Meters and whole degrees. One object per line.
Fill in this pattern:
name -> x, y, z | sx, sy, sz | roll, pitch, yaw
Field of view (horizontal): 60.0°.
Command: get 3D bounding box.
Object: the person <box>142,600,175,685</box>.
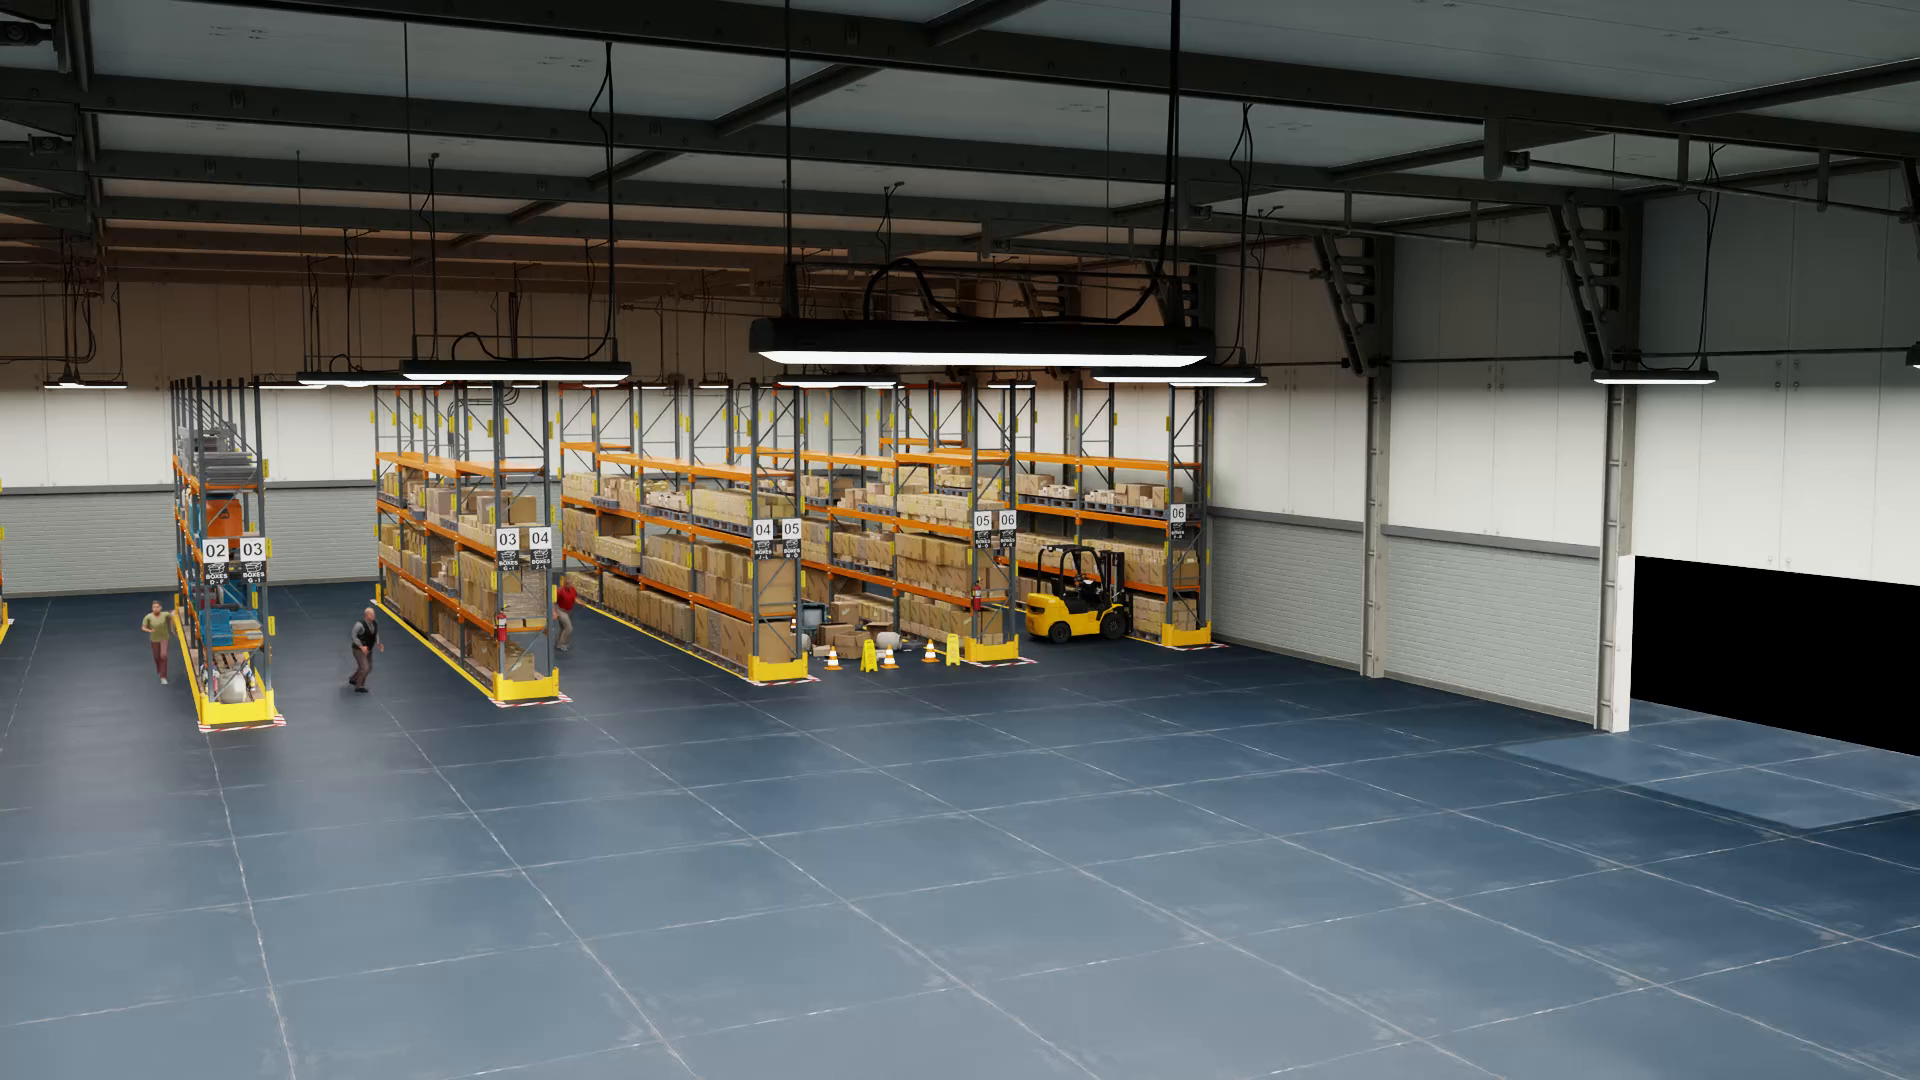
person -> -15.794, 1.989, 32.814 | 0.573, 1.643, 0.940 | -2, 5, -19

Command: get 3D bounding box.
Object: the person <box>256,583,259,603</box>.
person -> -19.368, 0.951, 45.078 | 0.640, 1.565, 0.551 | -1, 5, -13

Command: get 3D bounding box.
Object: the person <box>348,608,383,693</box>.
person -> -11.444, 2.095, 31.753 | 0.797, 1.639, 0.648 | 2, 5, 19

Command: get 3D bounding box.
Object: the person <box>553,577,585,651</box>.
person -> -8.721, 1.653, 36.947 | 0.852, 1.698, 0.674 | 1, 5, 15
